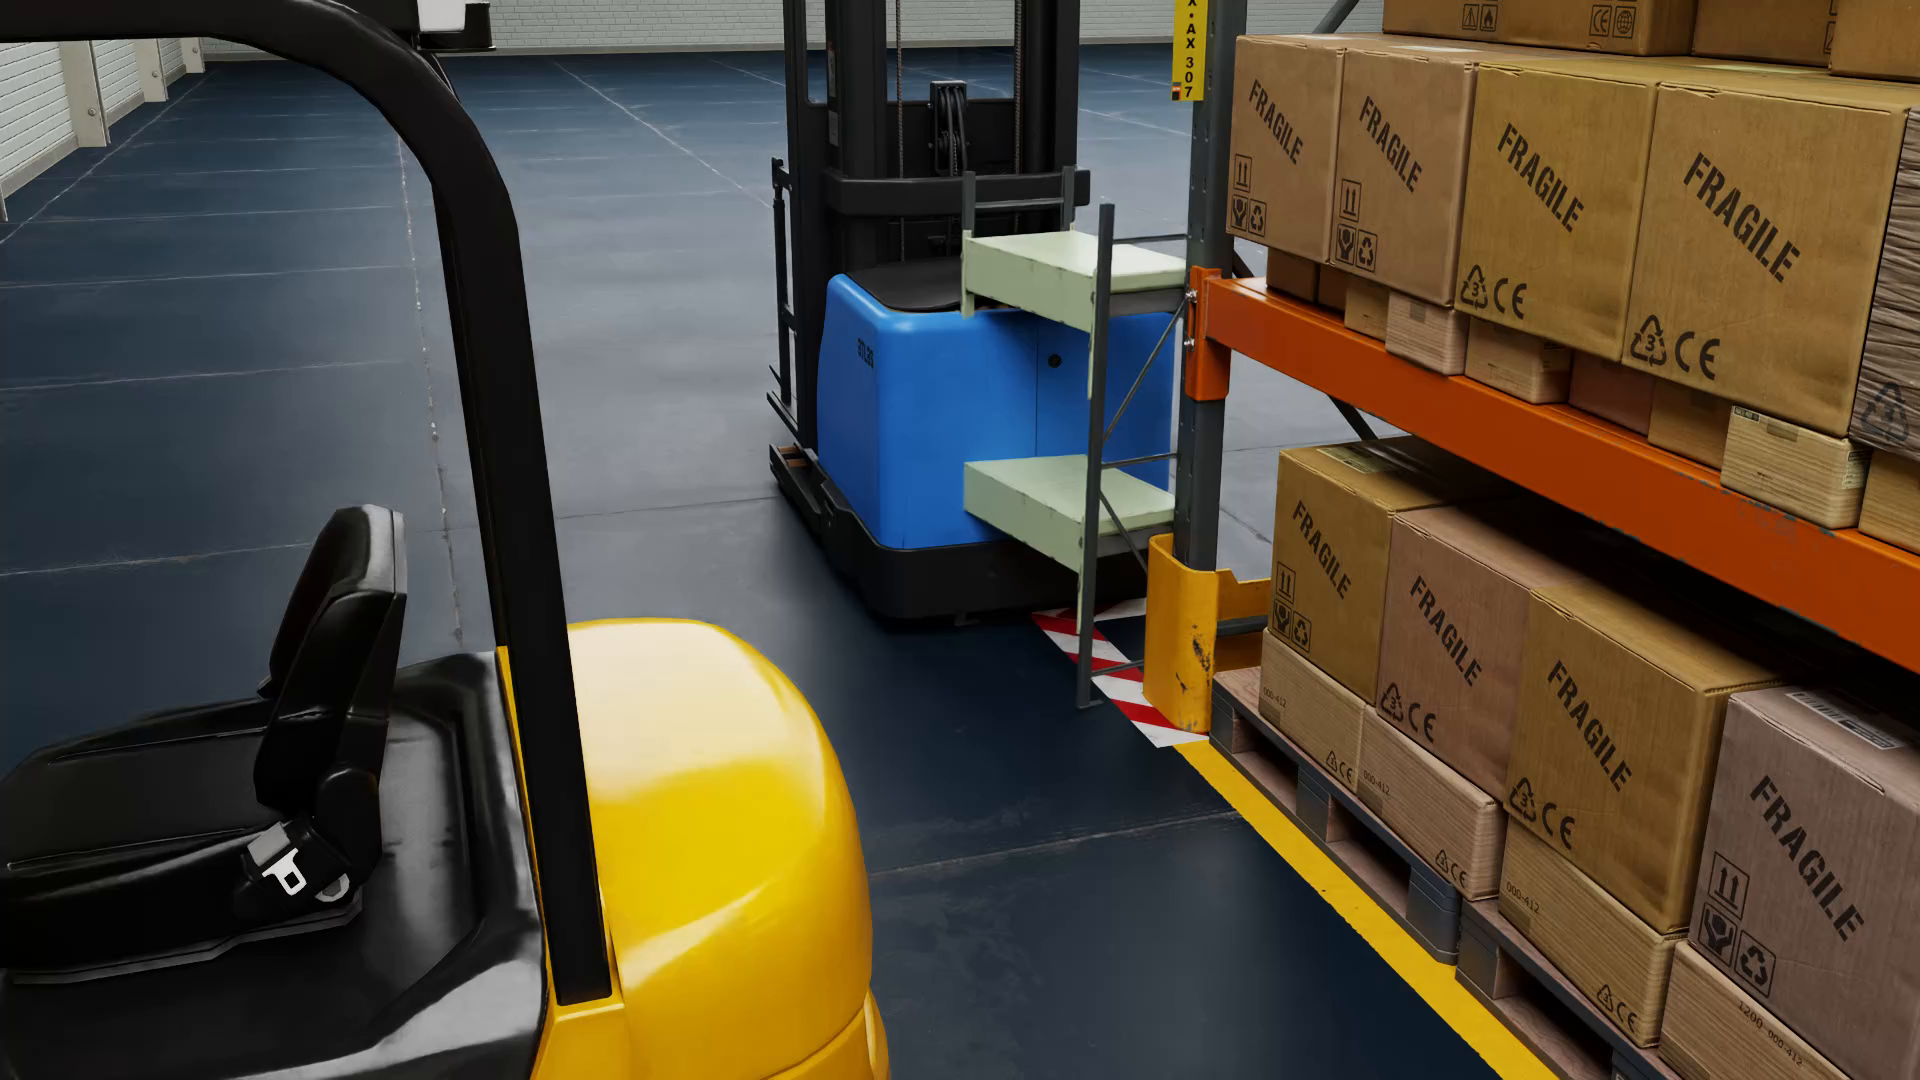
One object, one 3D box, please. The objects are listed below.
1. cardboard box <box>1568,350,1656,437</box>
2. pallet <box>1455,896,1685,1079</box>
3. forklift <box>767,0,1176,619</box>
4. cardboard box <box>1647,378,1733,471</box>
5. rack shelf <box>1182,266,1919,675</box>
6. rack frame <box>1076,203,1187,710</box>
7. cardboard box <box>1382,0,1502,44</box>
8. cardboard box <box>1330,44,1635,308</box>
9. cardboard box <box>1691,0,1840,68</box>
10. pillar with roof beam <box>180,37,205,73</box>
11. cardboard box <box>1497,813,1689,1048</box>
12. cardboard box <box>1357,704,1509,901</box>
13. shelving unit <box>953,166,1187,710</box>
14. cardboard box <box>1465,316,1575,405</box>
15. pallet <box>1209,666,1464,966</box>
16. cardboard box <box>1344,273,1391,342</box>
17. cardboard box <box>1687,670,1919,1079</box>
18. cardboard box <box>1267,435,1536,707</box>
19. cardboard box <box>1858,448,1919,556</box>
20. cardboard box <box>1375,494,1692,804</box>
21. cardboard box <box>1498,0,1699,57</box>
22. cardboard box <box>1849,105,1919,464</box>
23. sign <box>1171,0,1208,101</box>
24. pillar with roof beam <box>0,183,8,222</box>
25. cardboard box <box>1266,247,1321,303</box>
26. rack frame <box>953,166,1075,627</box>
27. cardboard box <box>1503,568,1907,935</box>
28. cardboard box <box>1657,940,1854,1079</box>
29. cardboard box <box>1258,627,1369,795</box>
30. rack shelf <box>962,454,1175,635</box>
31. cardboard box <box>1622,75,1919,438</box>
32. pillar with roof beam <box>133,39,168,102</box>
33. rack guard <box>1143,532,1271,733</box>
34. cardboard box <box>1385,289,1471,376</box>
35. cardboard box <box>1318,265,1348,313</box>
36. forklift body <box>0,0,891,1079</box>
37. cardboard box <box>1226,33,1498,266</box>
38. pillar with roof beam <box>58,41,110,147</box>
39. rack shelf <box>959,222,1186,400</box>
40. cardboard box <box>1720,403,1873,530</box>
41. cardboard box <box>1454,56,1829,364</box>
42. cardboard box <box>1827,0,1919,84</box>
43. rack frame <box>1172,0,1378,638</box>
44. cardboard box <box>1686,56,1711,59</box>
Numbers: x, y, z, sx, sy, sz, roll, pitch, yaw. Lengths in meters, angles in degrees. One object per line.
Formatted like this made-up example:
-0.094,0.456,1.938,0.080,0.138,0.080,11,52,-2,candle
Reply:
1.427,-0.317,3.233,0.380,0.149,0.250,-6,21,-15,cardboard box
1.754,1.008,3.297,1.003,0.211,1.213,-6,21,-17,pallet
-0.178,-1.583,6.489,1.130,2.935,3.031,-6,21,-15,forklift
1.482,-0.229,2.989,0.380,0.149,0.250,-7,21,-19,cardboard box
1.757,-0.003,3.053,1.077,0.370,4.000,-6,21,-17,rack shelf
0.541,-0.230,4.834,0.400,1.500,0.023,-10,22,-29,rack frame
1.496,-1.501,4.090,0.700,0.500,0.500,-7,21,-19,cardboard box
1.180,-0.823,3.684,0.500,0.500,0.500,-6,21,-16,cardboard box
1.906,-1.185,3.210,0.700,0.500,0.500,-7,21,-18,cardboard box
-9.562,-13.044,29.420,9.100,9.000,0.400,-6,21,-17,pillar with roof beam
1.456,0.739,3.367,0.500,0.250,0.500,-5,20,-14,cardboard box
1.273,0.566,3.851,0.500,0.250,0.500,-6,21,-15,cardboard box
0.356,-0.339,5.131,0.431,1.500,0.755,-10,22,-29,shelving unit
1.287,-0.395,3.452,0.380,0.149,0.250,-6,21,-16,cardboard box
1.374,0.617,4.385,1.003,0.211,1.213,-6,21,-17,pallet
1.138,-0.561,3.913,0.380,0.149,0.250,-7,21,-19,cardboard box
1.622,0.555,2.770,0.500,0.500,0.500,-5,20,-14,cardboard box
1.127,0.056,4.161,0.500,0.500,0.500,-7,21,-19,cardboard box
1.621,-0.064,2.528,0.380,0.149,0.250,-7,21,-18,cardboard box
1.296,0.223,3.696,0.500,0.500,0.500,-7,21,-19,cardboard box
1.648,-1.337,3.636,0.700,0.500,0.500,-6,21,-17,cardboard box
1.674,-0.334,2.321,0.500,0.500,0.500,-6,21,-16,cardboard box
0.613,-1.333,4.411,0.100,0.325,0.005,-6,21,-17,sign
-3.904,-7.268,13.338,9.100,9.000,0.400,-6,21,-17,pillar with roof beam
1.039,-0.735,4.396,0.380,0.149,0.250,-6,21,-17,cardboard box
0.171,-0.448,5.427,0.400,1.500,0.023,-10,22,-29,rack frame
1.446,0.385,3.245,0.500,0.500,0.500,-6,21,-16,cardboard box
1.612,0.902,2.915,0.500,0.250,0.500,-6,21,-16,cardboard box
1.119,0.401,4.309,0.500,0.250,0.500,-7,21,-18,cardboard box
0.349,-0.032,5.239,0.431,0.370,0.720,-10,22,-29,rack shelf
1.509,-0.498,2.777,0.500,0.500,0.500,-7,21,-18,cardboard box
-7.676,-11.119,24.059,9.100,9.000,0.400,-6,21,-17,pillar with roof beam
1.152,0.217,5.073,1.175,0.500,0.348,-6,21,-17,rack guard
1.174,-0.475,3.673,0.380,0.149,0.250,-6,21,-16,cardboard box
1.132,-0.655,4.174,0.380,0.149,0.250,-6,21,-16,cardboard box
-1.255,0.359,2.235,2.313,2.155,1.214,-6,21,-17,forklift body
1.014,-0.989,4.146,0.500,0.500,0.500,-7,21,-18,cardboard box
-5.790,-9.193,18.699,9.100,9.000,0.400,-6,21,-17,pillar with roof beam
0.364,-0.707,5.000,0.431,0.370,0.720,-10,22,-29,rack shelf
1.505,-0.142,2.747,0.380,0.149,0.250,-6,21,-17,cardboard box
1.341,-0.660,3.229,0.500,0.500,0.500,-7,21,-18,cardboard box
1.931,-1.010,2.724,0.700,0.500,0.500,-7,21,-18,cardboard box
1.128,-0.984,4.718,1.000,3.000,0.127,-6,21,-17,rack frame
1.713,-0.865,3.799,0.500,0.500,0.500,-6,21,-17,cardboard box
